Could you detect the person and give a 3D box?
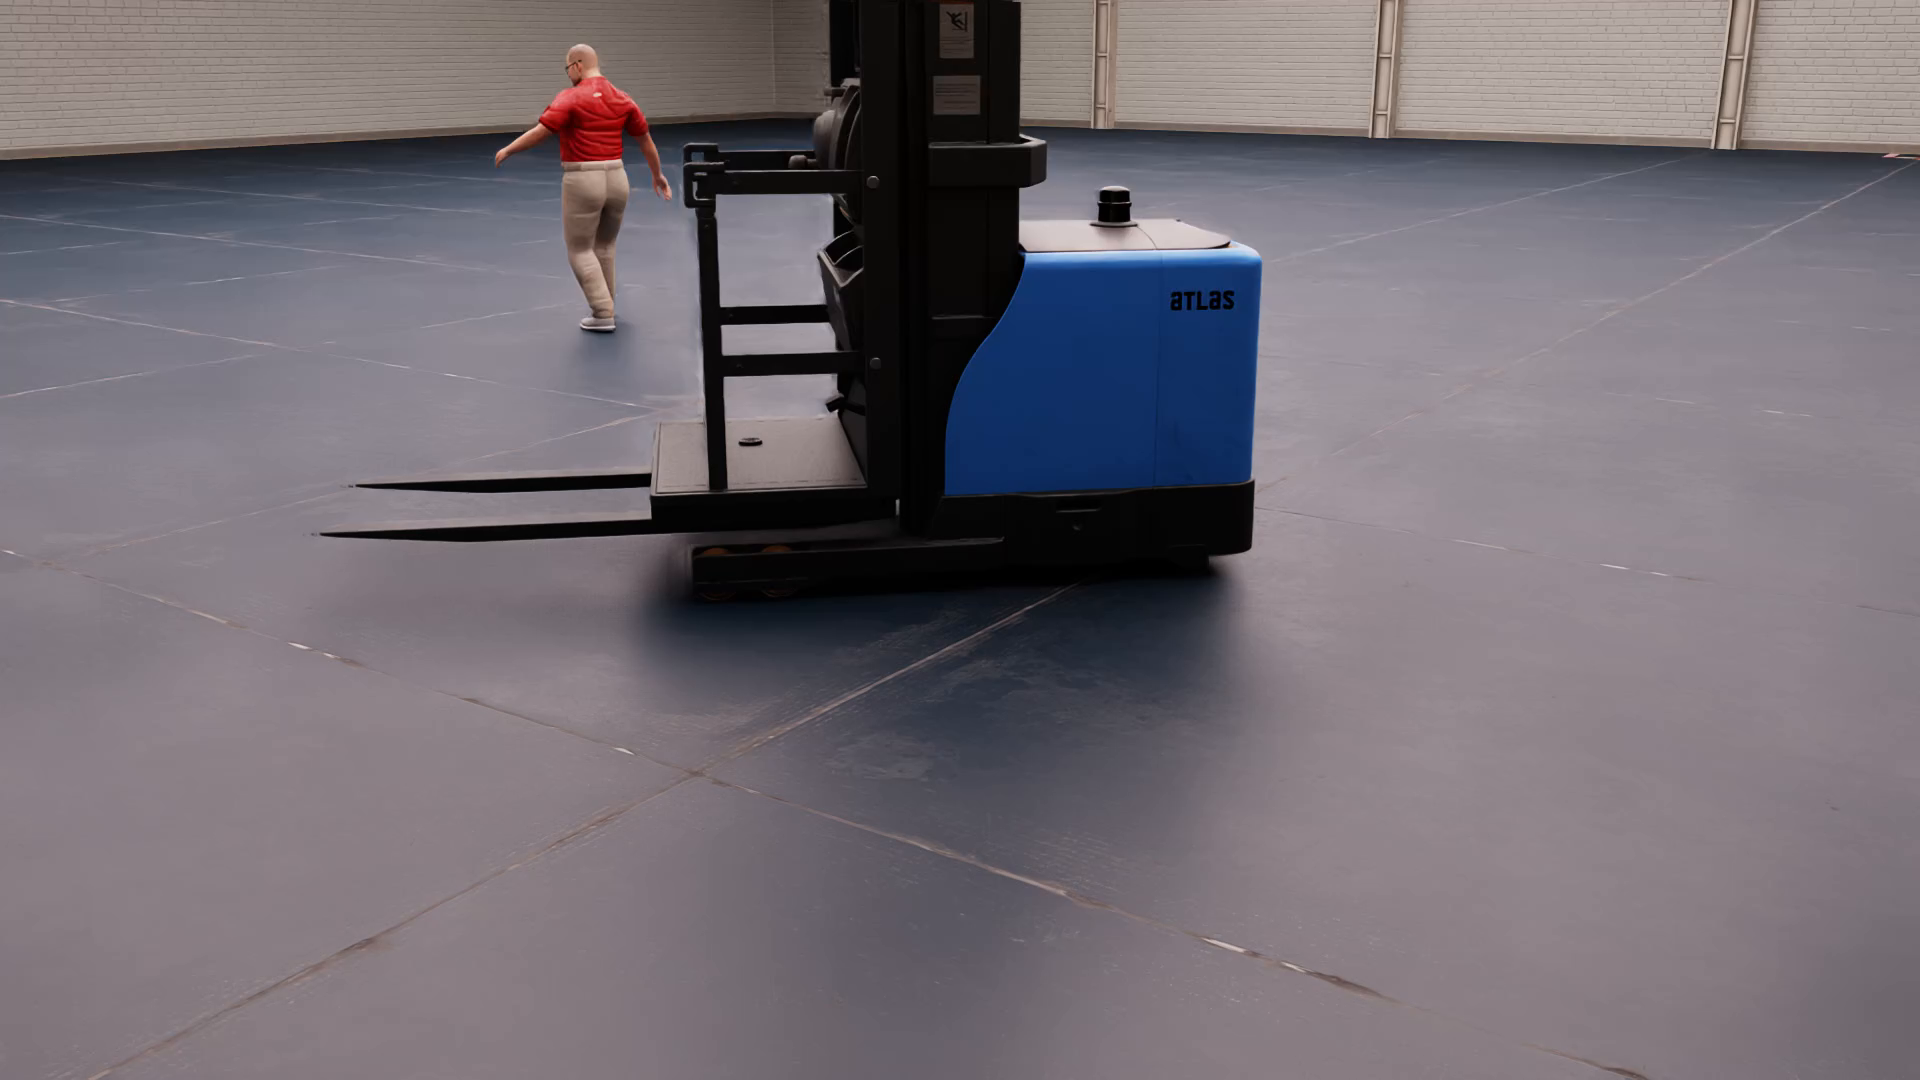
[{"bbox_3d":[-2.284,-2.147,10.246,1.009,1.744,0.665,-16,23,-42],"label":"person"}]

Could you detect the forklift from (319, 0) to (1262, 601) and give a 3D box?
[{"bbox_3d":[-0.576,-1.373,5.423,3.031,2.935,1.130,-3,17,-9],"label":"forklift"}]
